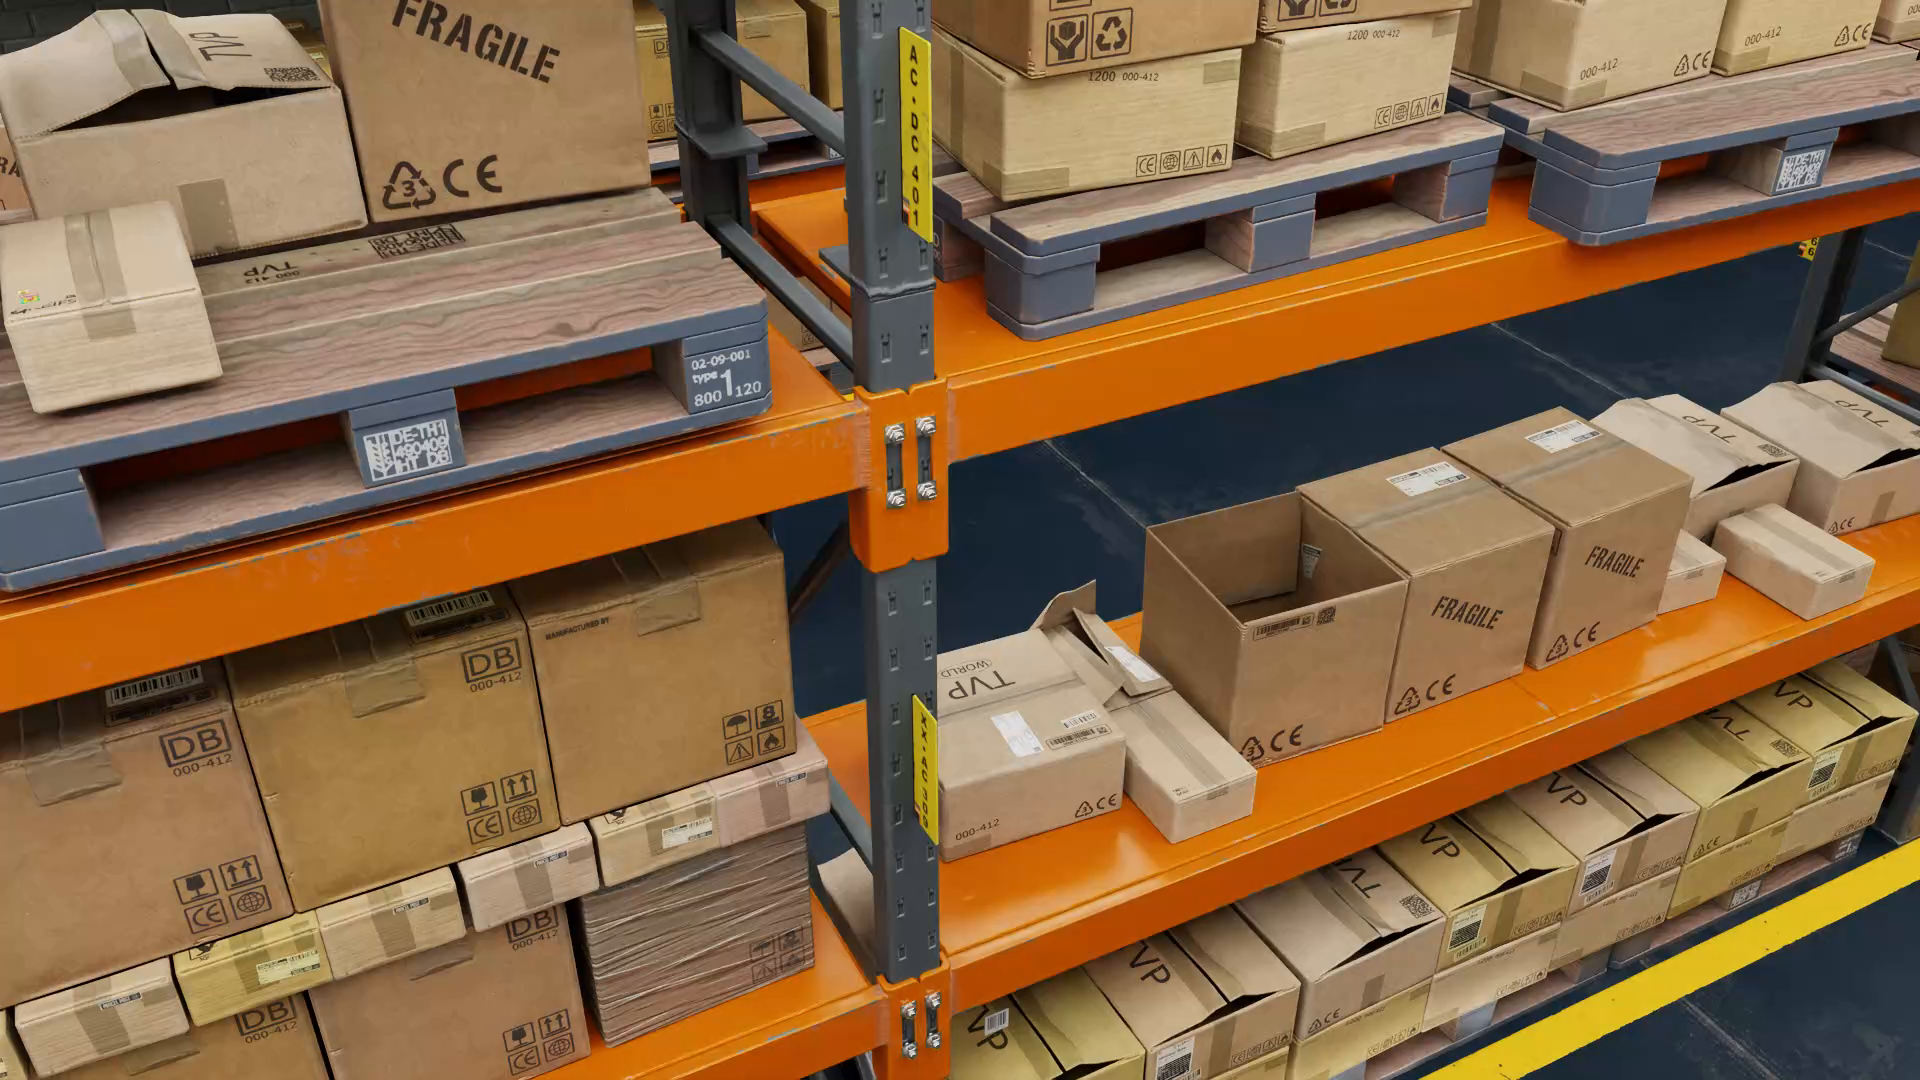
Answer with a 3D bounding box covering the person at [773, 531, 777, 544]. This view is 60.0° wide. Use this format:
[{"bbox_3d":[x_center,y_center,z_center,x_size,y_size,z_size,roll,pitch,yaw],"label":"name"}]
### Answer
[{"bbox_3d":[-1.009,-0.391,6.729,0.634,1.759,0.460,-17,37,-25],"label":"person"}]
